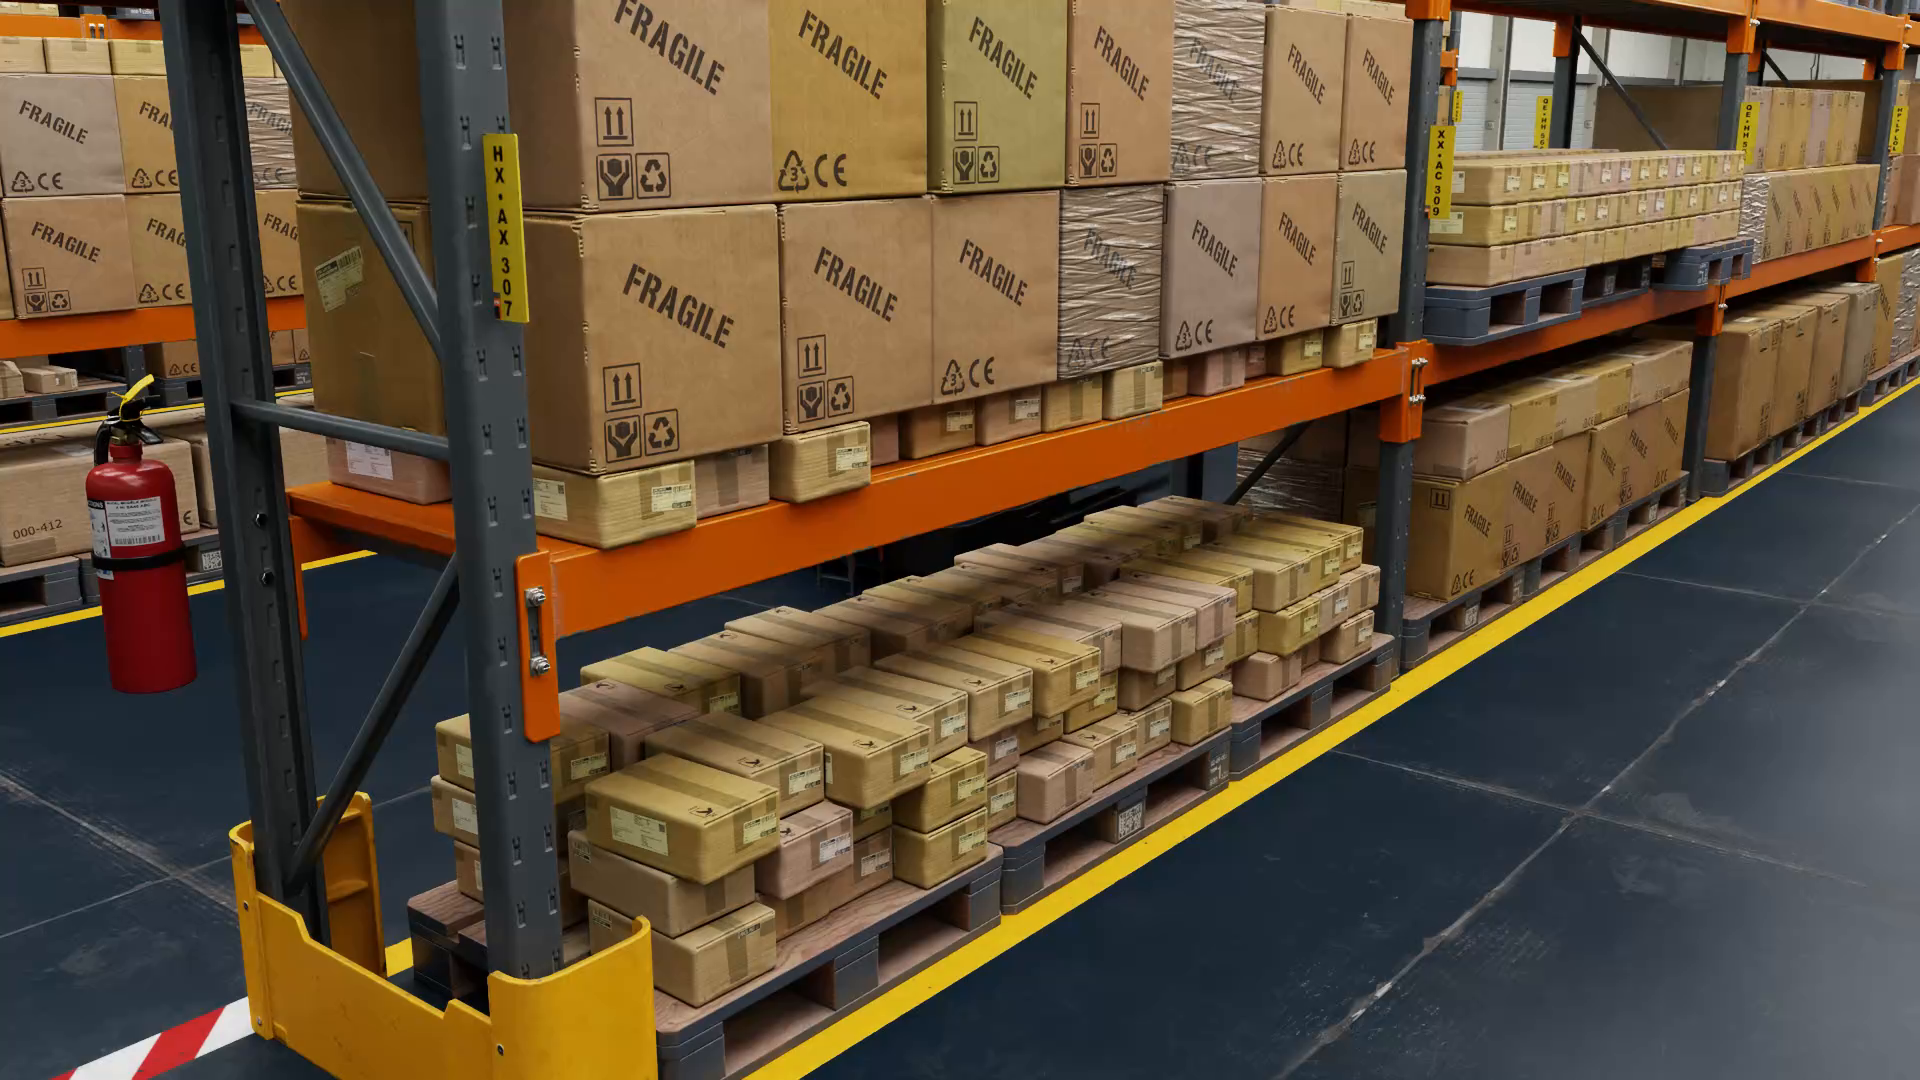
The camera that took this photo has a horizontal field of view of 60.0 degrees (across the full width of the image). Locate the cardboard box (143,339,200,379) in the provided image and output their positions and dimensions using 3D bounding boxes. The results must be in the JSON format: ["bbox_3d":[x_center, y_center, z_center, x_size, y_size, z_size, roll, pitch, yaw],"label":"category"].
[{"bbox_3d":[-6.009,-1.543,12.830,0.500,0.500,0.500,12,19,40],"label":"cardboard box"}]

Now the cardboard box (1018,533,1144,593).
[{"bbox_3d":[0.425,0.097,5.876,0.380,0.149,0.250,11,18,36],"label":"cardboard box"}]

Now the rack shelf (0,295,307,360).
[{"bbox_3d":[-3.882,-0.994,7.906,1.077,0.370,4.000,11,18,38],"label":"rack shelf"}]

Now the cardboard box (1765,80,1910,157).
[{"bbox_3d":[6.575,-3.173,12.523,0.875,0.550,0.550,11,18,38],"label":"cardboard box"}]

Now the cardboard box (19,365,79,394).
[{"bbox_3d":[-6.610,-1.163,12.047,0.380,0.149,0.250,11,18,36],"label":"cardboard box"}]

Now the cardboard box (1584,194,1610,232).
[{"bbox_3d":[2.548,-1.411,7.138,0.380,0.149,0.250,12,19,40],"label":"cardboard box"}]

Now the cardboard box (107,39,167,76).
[{"bbox_3d":[-3.693,-2.123,7.337,0.380,0.149,0.250,11,18,36],"label":"cardboard box"}]

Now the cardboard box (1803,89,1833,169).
[{"bbox_3d":[5.370,-2.753,11.134,0.700,0.500,0.500,11,18,38],"label":"cardboard box"}]

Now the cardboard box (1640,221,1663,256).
[{"bbox_3d":[3.040,-1.417,7.765,0.380,0.149,0.250,12,19,39],"label":"cardboard box"}]

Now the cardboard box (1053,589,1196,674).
[{"bbox_3d":[0.505,0.280,5.158,0.380,0.149,0.250,10,18,36],"label":"cardboard box"}]

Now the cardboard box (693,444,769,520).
[{"bbox_3d":[-0.639,-0.158,3.663,0.380,0.149,0.250,12,19,40],"label":"cardboard box"}]

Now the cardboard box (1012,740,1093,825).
[{"bbox_3d":[0.161,0.673,4.820,0.380,0.149,0.250,10,17,35],"label":"cardboard box"}]

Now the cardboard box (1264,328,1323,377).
[{"bbox_3d":[1.000,-0.659,5.634,0.380,0.149,0.250,12,19,40],"label":"cardboard box"}]

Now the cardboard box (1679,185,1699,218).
[{"bbox_3d":[3.359,-1.656,8.104,0.380,0.149,0.250,11,18,38],"label":"cardboard box"}]

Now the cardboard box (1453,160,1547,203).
[{"bbox_3d":[2.065,-1.408,6.523,0.380,0.149,0.250,12,18,39],"label":"cardboard box"}]

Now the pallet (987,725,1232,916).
[{"bbox_3d":[0.128,0.741,5.278,1.003,0.211,1.213,11,18,38],"label":"pallet"}]

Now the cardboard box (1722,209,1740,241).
[{"bbox_3d":[3.850,-1.662,8.729,0.380,0.149,0.250,12,18,38],"label":"cardboard box"}]

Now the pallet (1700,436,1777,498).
[{"bbox_3d":[4.357,-0.533,10.294,1.003,0.211,1.213,11,18,38],"label":"pallet"}]

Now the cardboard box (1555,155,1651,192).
[{"bbox_3d":[2.873,-1.654,7.490,0.380,0.149,0.250,12,19,39],"label":"cardboard box"}]

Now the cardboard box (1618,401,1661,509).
[{"bbox_3d":[3.263,-0.472,8.613,0.500,0.500,0.500,12,19,40],"label":"cardboard box"}]

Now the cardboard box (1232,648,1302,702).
[{"bbox_3d":[0.963,0.424,5.799,0.380,0.149,0.250,11,18,36],"label":"cardboard box"}]

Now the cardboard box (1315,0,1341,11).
[{"bbox_3d":[3.210,-4.926,15.528,0.500,0.250,0.500,11,18,37],"label":"cardboard box"}]

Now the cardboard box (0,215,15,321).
[{"bbox_3d":[-4.318,-1.157,6.883,0.500,0.500,0.500,11,18,37],"label":"cardboard box"}]

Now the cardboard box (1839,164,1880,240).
[{"bbox_3d":[6.197,-2.419,11.849,0.500,0.500,0.500,11,18,37],"label":"cardboard box"}]

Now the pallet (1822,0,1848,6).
[{"bbox_3d":[4.867,-3.454,10.418,1.003,0.211,1.213,12,19,40],"label":"pallet"}]

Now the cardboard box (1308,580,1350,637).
[{"bbox_3d":[1.178,0.218,6.006,0.380,0.149,0.250,10,17,35],"label":"cardboard box"}]

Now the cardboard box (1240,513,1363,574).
[{"bbox_3d":[1.268,0.019,6.186,0.380,0.149,0.250,12,18,39],"label":"cardboard box"}]

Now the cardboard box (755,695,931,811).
[{"bbox_3d":[-0.294,0.529,4.178,0.380,0.149,0.250,11,18,37],"label":"cardboard box"}]

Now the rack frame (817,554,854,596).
[{"bbox_3d":[-0.571,-0.265,7.533,0.200,1.050,0.008,8,16,30],"label":"rack frame"}]

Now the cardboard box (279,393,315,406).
[{"bbox_3d":[-3.103,-0.584,9.181,0.875,0.438,0.875,11,18,37],"label":"cardboard box"}]

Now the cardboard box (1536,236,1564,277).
[{"bbox_3d":[2.224,-1.167,6.781,0.380,0.149,0.250,11,18,38],"label":"cardboard box"}]

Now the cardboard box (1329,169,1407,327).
[{"bbox_3d":[1.205,-1.036,5.801,0.500,0.500,0.500,11,18,38],"label":"cardboard box"}]

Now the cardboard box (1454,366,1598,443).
[{"bbox_3d":[2.615,-0.635,7.731,0.500,0.250,0.500,12,19,40],"label":"cardboard box"}]

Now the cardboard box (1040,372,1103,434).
[{"bbox_3d":[0.174,-0.410,4.653,0.380,0.149,0.250,12,19,40],"label":"cardboard box"}]

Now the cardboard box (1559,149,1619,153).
[{"bbox_3d":[3.359,-2.056,9.074,0.380,0.149,0.250,11,18,38],"label":"cardboard box"}]

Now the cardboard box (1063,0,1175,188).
[{"bbox_3d":[0.237,-1.227,4.525,0.500,0.500,0.500,11,18,36],"label":"cardboard box"}]

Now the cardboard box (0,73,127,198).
[{"bbox_3d":[-3.979,-1.741,7.150,0.500,0.500,0.500,11,18,37],"label":"cardboard box"}]

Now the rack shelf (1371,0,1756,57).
[{"bbox_3d":[2.546,-2.468,7.613,1.077,0.370,4.000,11,18,38],"label":"rack shelf"}]

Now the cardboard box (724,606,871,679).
[{"bbox_3d":[-0.486,0.328,4.970,0.380,0.149,0.250,12,19,40],"label":"cardboard box"}]

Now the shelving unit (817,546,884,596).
[{"bbox_3d":[-0.509,-0.291,7.635,0.215,1.050,0.252,8,16,30],"label":"shelving unit"}]

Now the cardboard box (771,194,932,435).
[{"bbox_3d":[-0.412,-0.556,3.911,0.500,0.500,0.500,11,18,38],"label":"cardboard box"}]

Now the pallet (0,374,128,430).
[{"bbox_3d":[-6.920,-1.011,12.173,1.003,0.211,1.213,11,18,38],"label":"pallet"}]

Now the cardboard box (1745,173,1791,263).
[{"bbox_3d":[4.612,-1.936,9.948,0.500,0.500,0.500,11,18,37],"label":"cardboard box"}]

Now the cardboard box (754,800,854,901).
[{"bbox_3d":[-0.480,0.716,4.044,0.380,0.149,0.250,11,18,37],"label":"cardboard box"}]

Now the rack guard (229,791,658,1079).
[{"bbox_3d":[-1.177,0.984,3.736,1.175,0.500,0.348,11,18,38],"label":"rack guard"}]

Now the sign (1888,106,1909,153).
[{"bbox_3d":[6.745,-2.952,11.961,0.100,0.325,0.005,11,18,38],"label":"sign"}]

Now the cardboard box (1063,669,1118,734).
[{"bbox_3d":[0.259,0.449,5.095,0.380,0.149,0.250,12,19,40],"label":"cardboard box"}]

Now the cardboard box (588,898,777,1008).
[{"bbox_3d":[-0.647,0.914,3.870,0.380,0.149,0.250,12,18,39],"label":"cardboard box"}]

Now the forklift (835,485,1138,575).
[{"bbox_3d":[0.318,-1.552,8.781,1.130,2.935,3.031,8,16,30],"label":"forklift"}]

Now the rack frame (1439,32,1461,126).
[{"bbox_3d":[4.917,-4.024,18.372,1.000,3.000,0.127,11,18,38],"label":"rack frame"}]

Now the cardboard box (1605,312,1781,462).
[{"bbox_3d":[4.256,-0.961,10.031,1.050,0.750,0.750,11,18,37],"label":"cardboard box"}]

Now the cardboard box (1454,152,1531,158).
[{"bbox_3d":[2.537,-1.805,8.086,0.380,0.149,0.250,12,19,39],"label":"cardboard box"}]

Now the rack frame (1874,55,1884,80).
[{"bbox_3d":[8.831,-3.278,15.433,1.000,3.000,0.127,11,18,38],"label":"rack frame"}]

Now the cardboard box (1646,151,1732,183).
[{"bbox_3d":[3.692,-1.903,8.471,0.380,0.149,0.250,11,18,37],"label":"cardboard box"}]

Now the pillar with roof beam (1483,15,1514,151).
[{"bbox_3d":[14.577,-10.486,31.625,9.100,9.000,0.400,11,18,38],"label":"pillar with roof beam"}]
